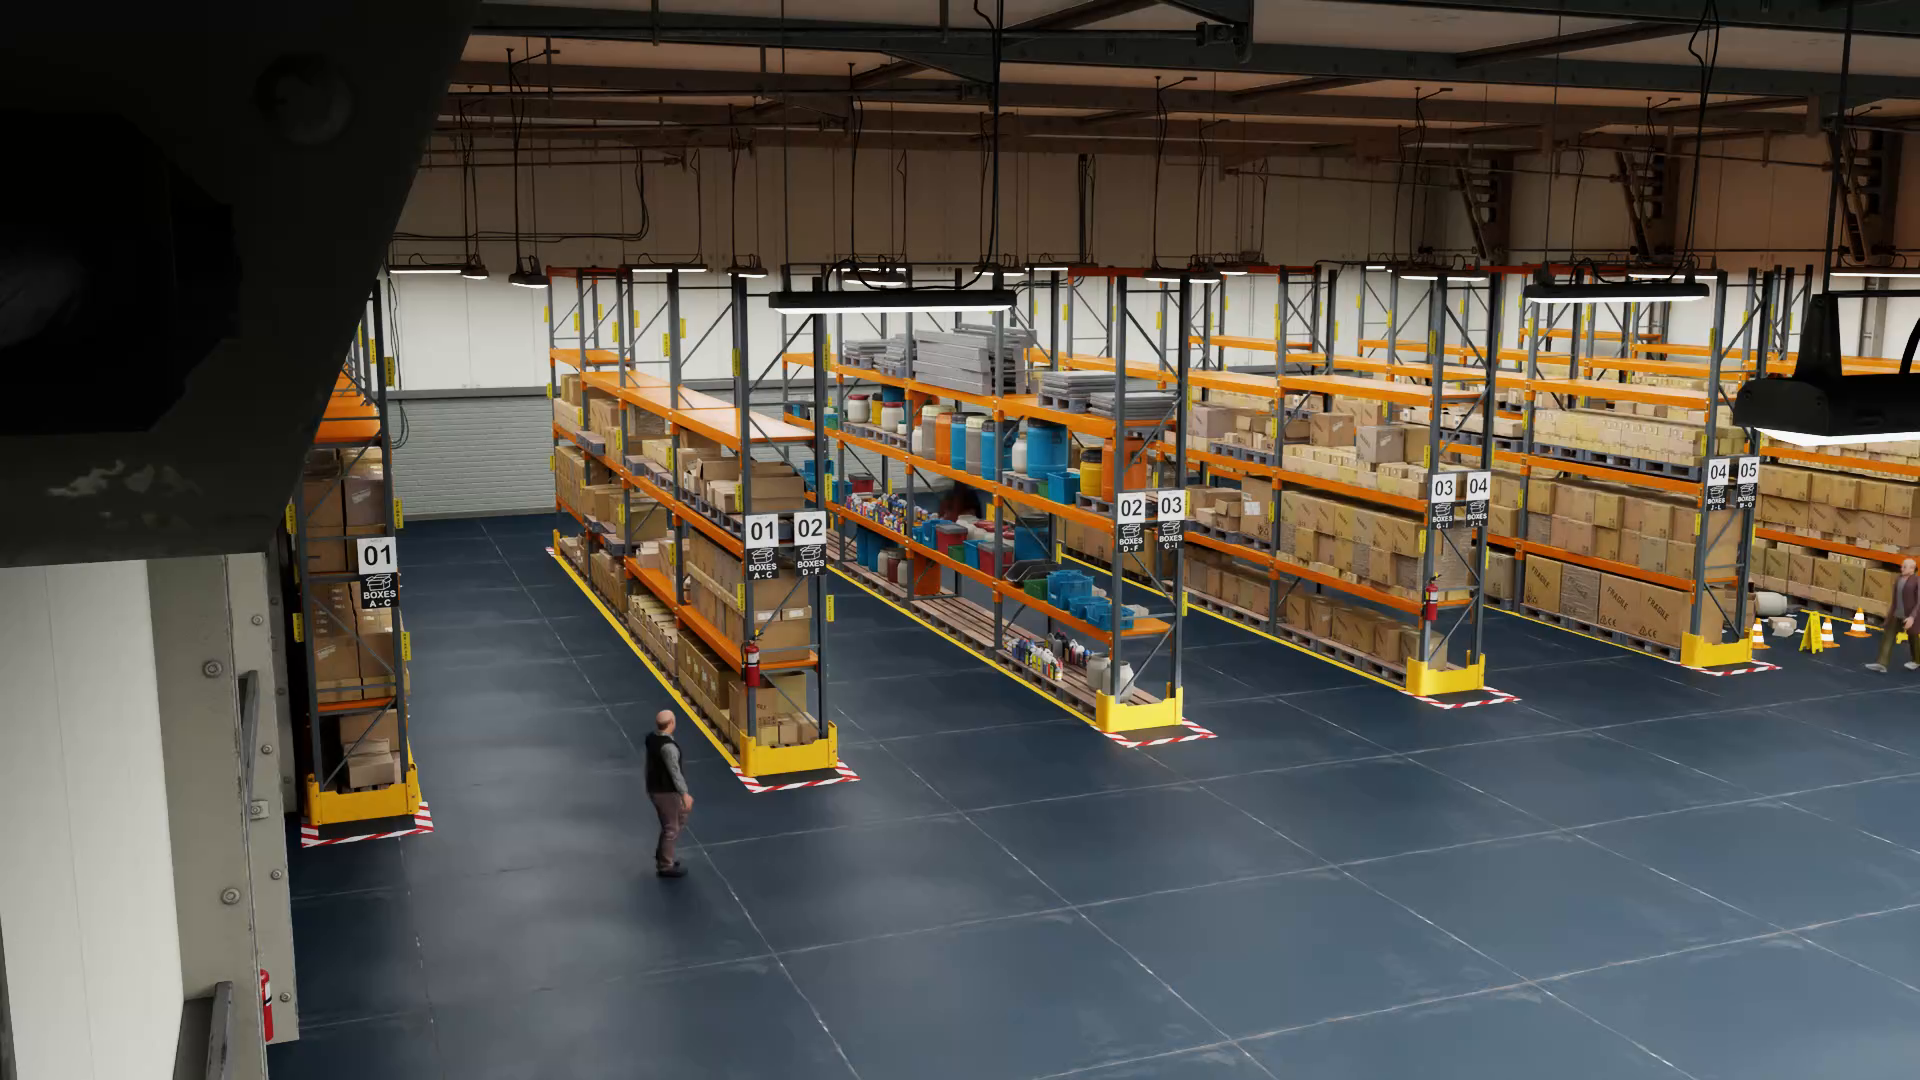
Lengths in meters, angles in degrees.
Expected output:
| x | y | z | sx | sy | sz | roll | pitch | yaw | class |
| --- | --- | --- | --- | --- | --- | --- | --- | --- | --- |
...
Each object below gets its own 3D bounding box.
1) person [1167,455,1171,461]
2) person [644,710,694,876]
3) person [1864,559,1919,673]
| x | y | z | sx | sy | sz | roll | pitch | yaw | class |
| --- | --- | --- | --- | --- | --- | --- | --- | --- | --- |
| 4.647 | -1.089 | 38.119 | 0.537 | 1.693 | 0.432 | -7 | 12 | -35 | person |
| -2.972 | 2.582 | 16.972 | 0.446 | 1.739 | 0.596 | -3 | 10 | -17 | person |
| 14.204 | 1.140 | 25.031 | 1.101 | 1.730 | 0.561 | -8 | 13 | -38 | person |
